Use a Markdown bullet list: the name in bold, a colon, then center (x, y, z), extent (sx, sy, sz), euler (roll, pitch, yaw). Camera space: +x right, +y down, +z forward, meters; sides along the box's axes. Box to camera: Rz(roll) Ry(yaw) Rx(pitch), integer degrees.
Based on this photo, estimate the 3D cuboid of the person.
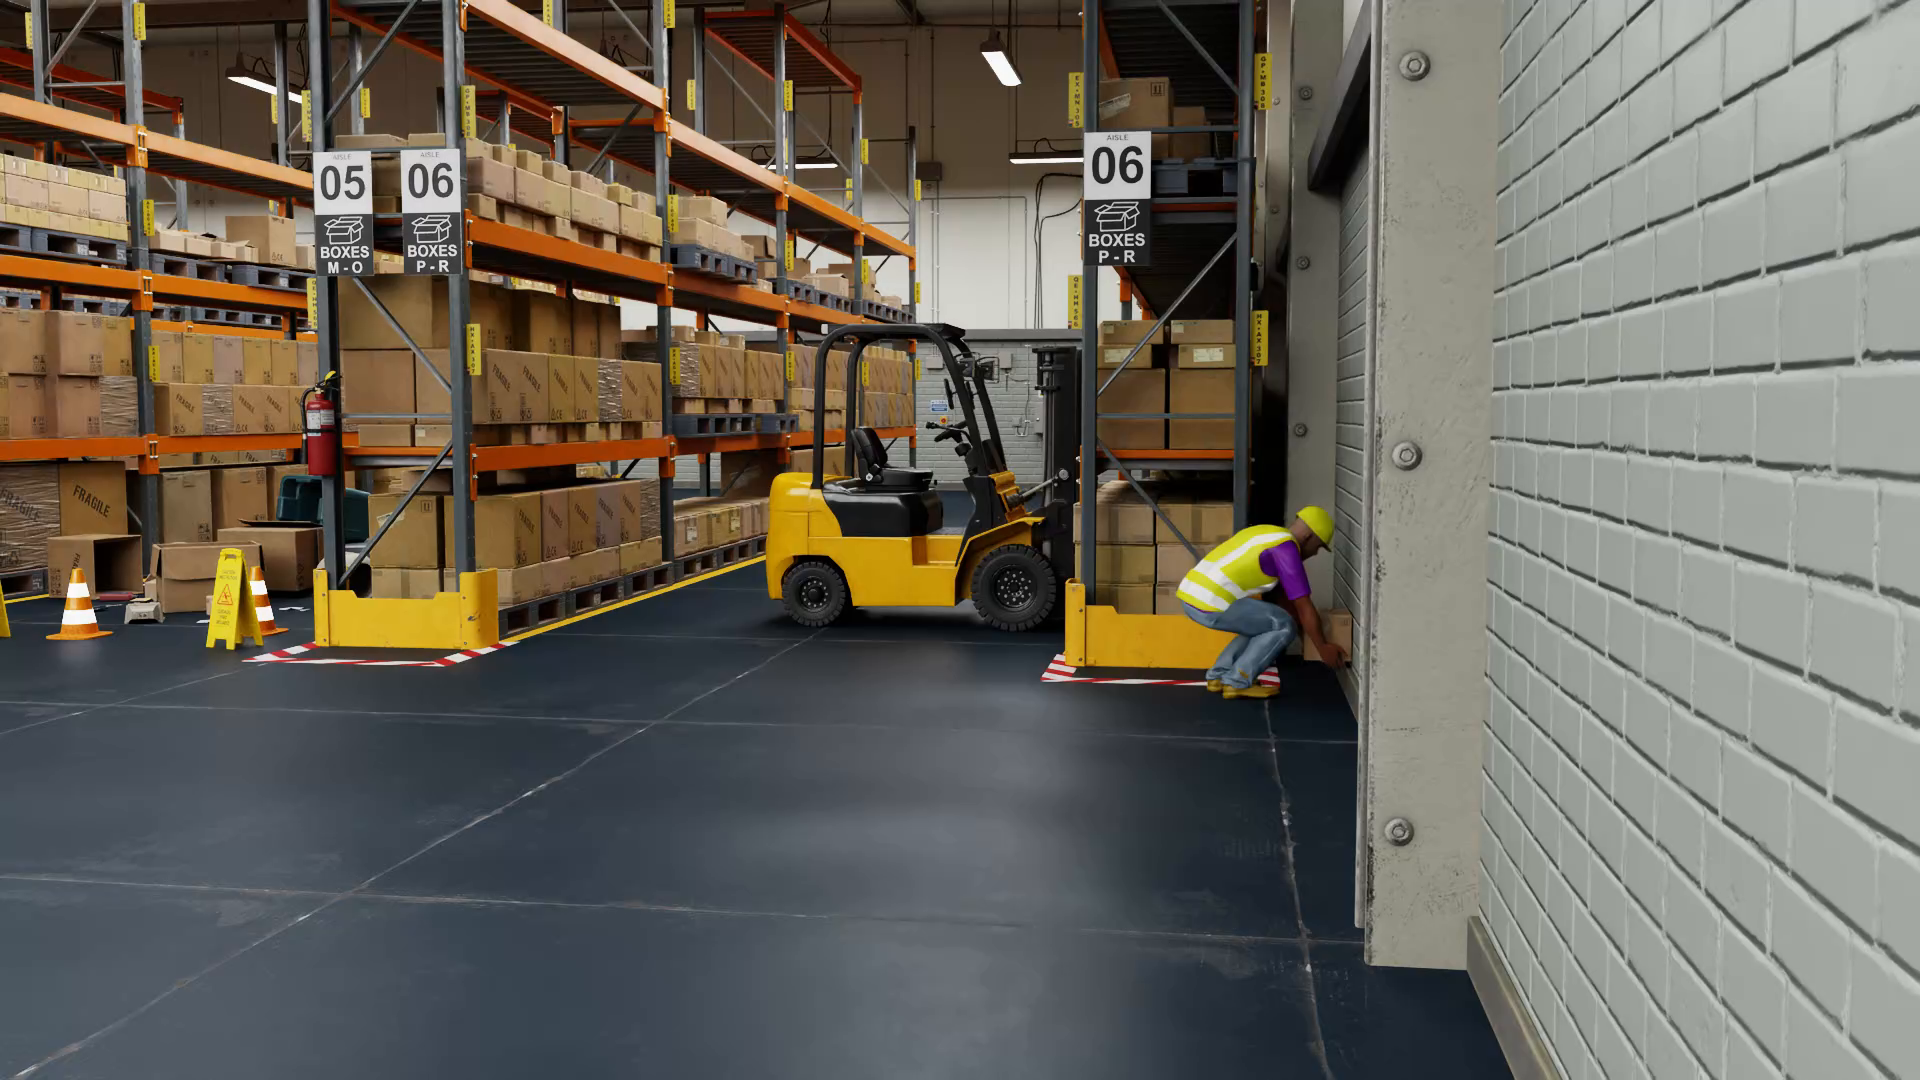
- **person**: center (1.625, 0.329, 9.067), extent (0.888, 1.027, 0.582), euler (0, 4, -3)
